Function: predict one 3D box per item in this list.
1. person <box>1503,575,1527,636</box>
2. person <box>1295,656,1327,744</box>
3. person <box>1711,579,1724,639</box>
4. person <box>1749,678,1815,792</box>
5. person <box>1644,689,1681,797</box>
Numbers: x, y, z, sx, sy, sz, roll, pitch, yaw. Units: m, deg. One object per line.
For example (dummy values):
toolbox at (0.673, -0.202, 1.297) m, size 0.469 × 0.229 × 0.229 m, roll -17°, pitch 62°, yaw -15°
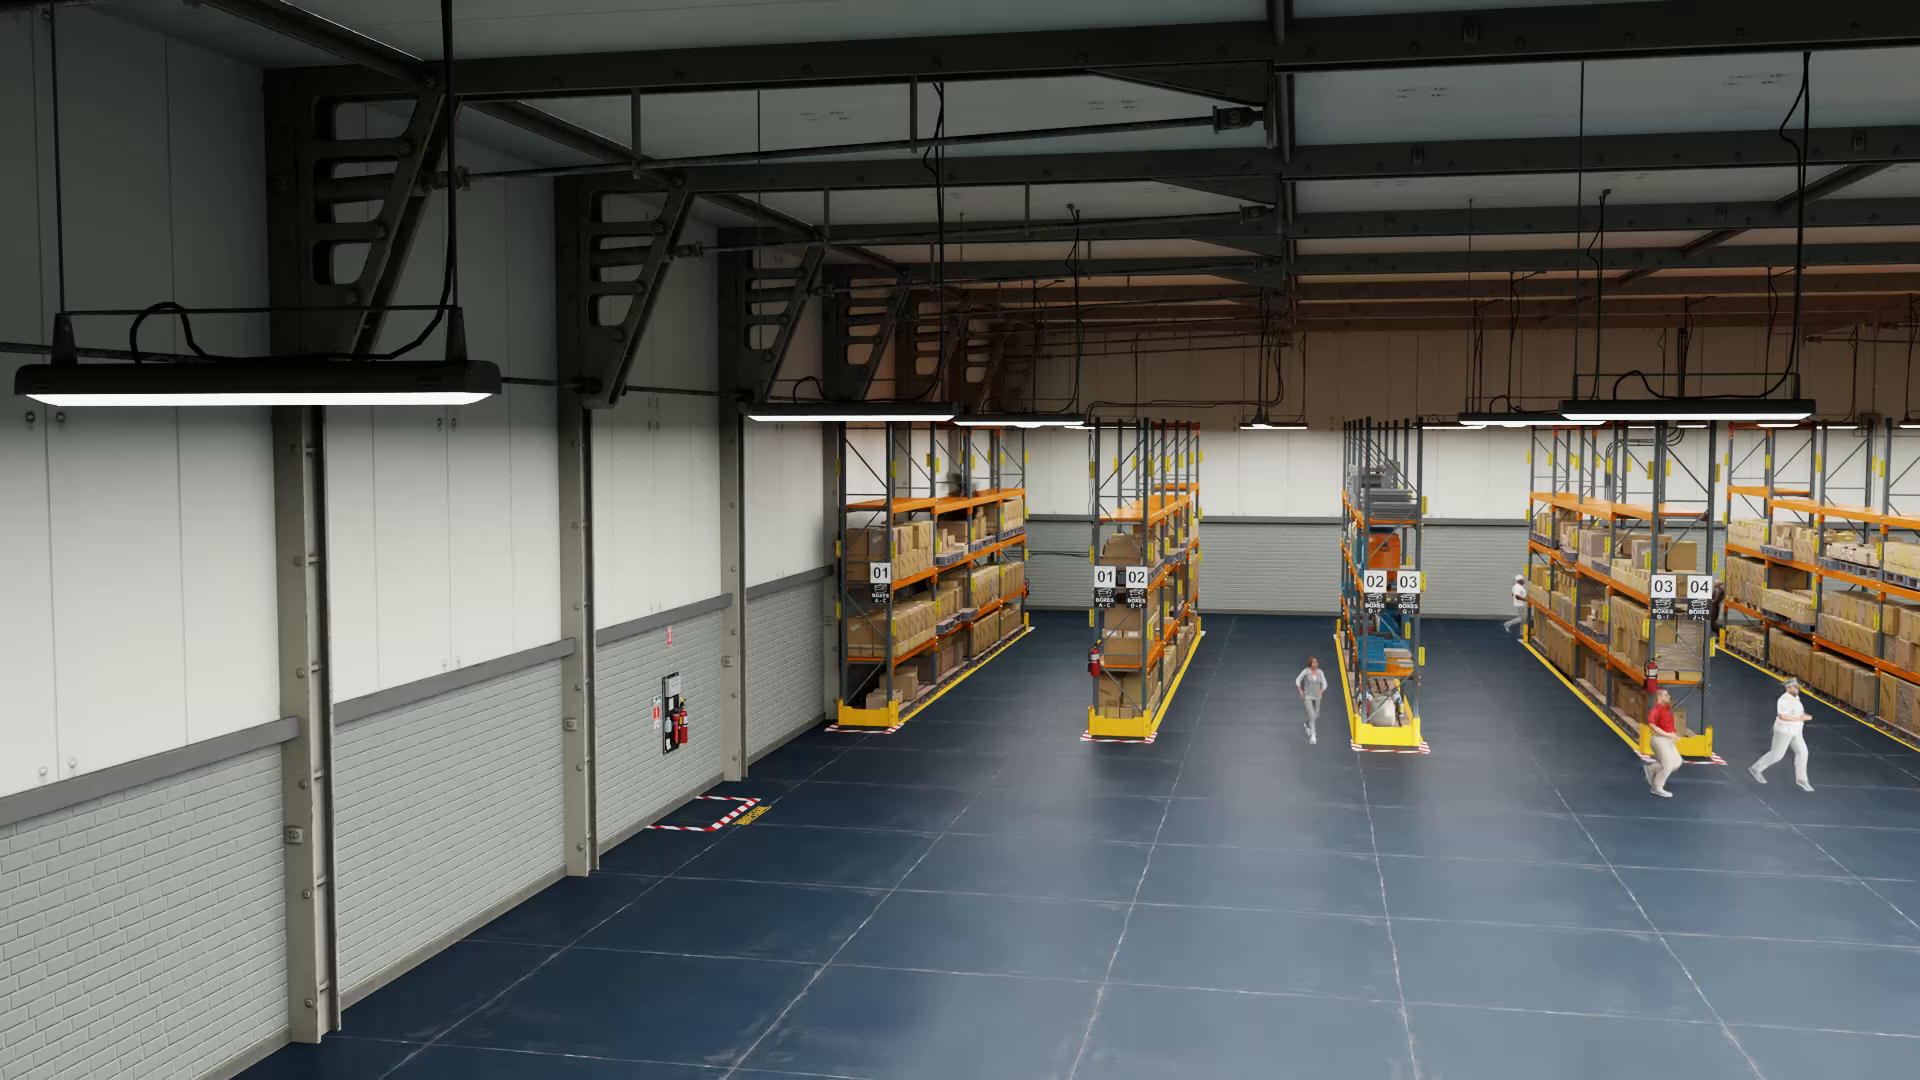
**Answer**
person at (15.623, 1.832, 46.583) m, size 0.733 × 1.732 × 0.708 m, roll 1°, pitch 4°, yaw 20°
person at (6.502, 3.046, 30.810) m, size 0.563 × 1.372 × 0.731 m, roll 0°, pitch 4°, yaw -7°
person at (20.523, 1.916, 45.488) m, size 0.821 × 1.749 × 0.812 m, roll 2°, pitch 4°, yaw 27°
person at (13.273, 3.101, 26.771) m, size 0.672 × 1.831 × 0.952 m, roll -3°, pitch 5°, yaw -37°
person at (11.063, 3.190, 26.211) m, size 0.599 × 1.685 × 0.657 m, roll 3°, pitch 5°, yaw 40°
